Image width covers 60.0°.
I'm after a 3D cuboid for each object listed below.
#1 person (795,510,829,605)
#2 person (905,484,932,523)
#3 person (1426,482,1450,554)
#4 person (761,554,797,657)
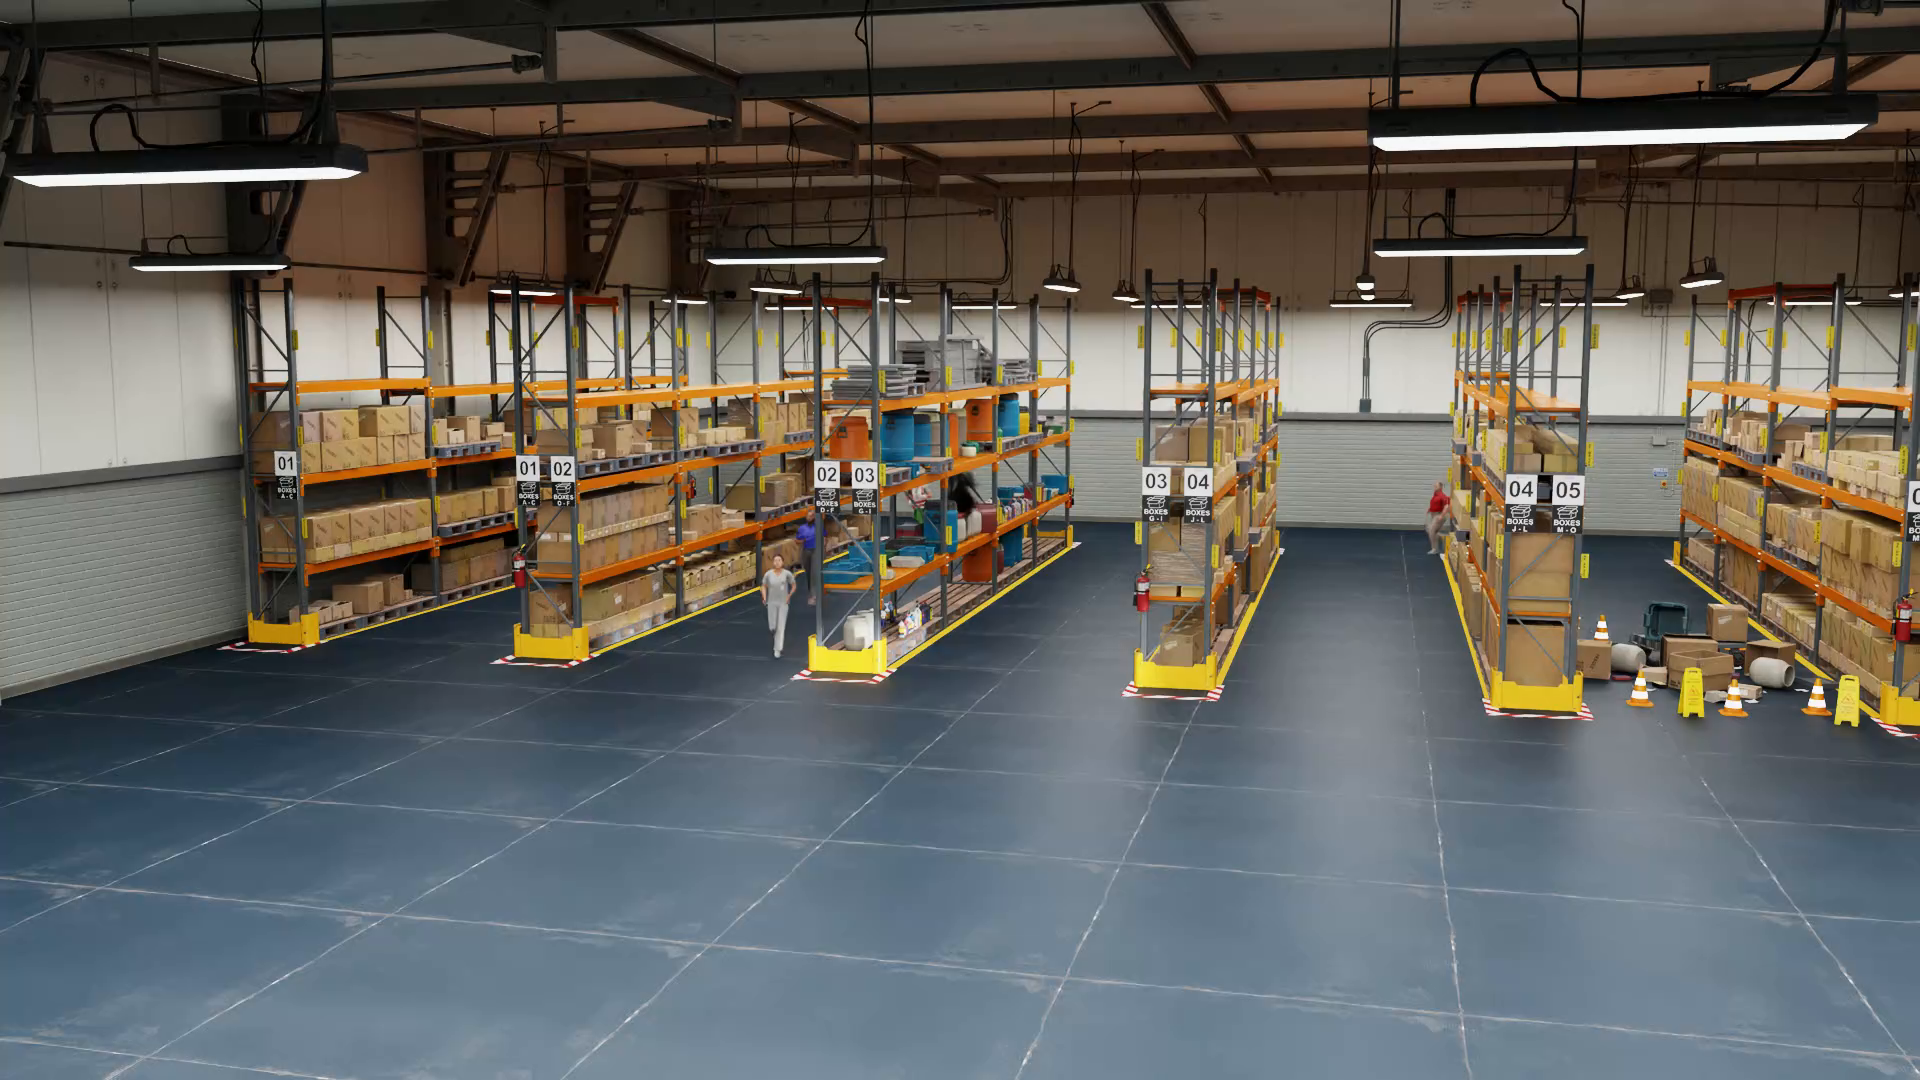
[{"bbox_3d":[-2.669,0.314,29.825,0.575,1.697,0.865,1,7,8],"label":"person"},{"bbox_3d":[-1.012,-0.756,40.687,0.651,1.777,0.896,0,7,-1],"label":"person"},{"bbox_3d":[11.300,-0.518,39.204,0.589,1.704,0.698,-1,7,-5],"label":"person"},{"bbox_3d":[-2.894,1.027,26.616,0.573,1.639,0.624,0,7,-1],"label":"person"}]
